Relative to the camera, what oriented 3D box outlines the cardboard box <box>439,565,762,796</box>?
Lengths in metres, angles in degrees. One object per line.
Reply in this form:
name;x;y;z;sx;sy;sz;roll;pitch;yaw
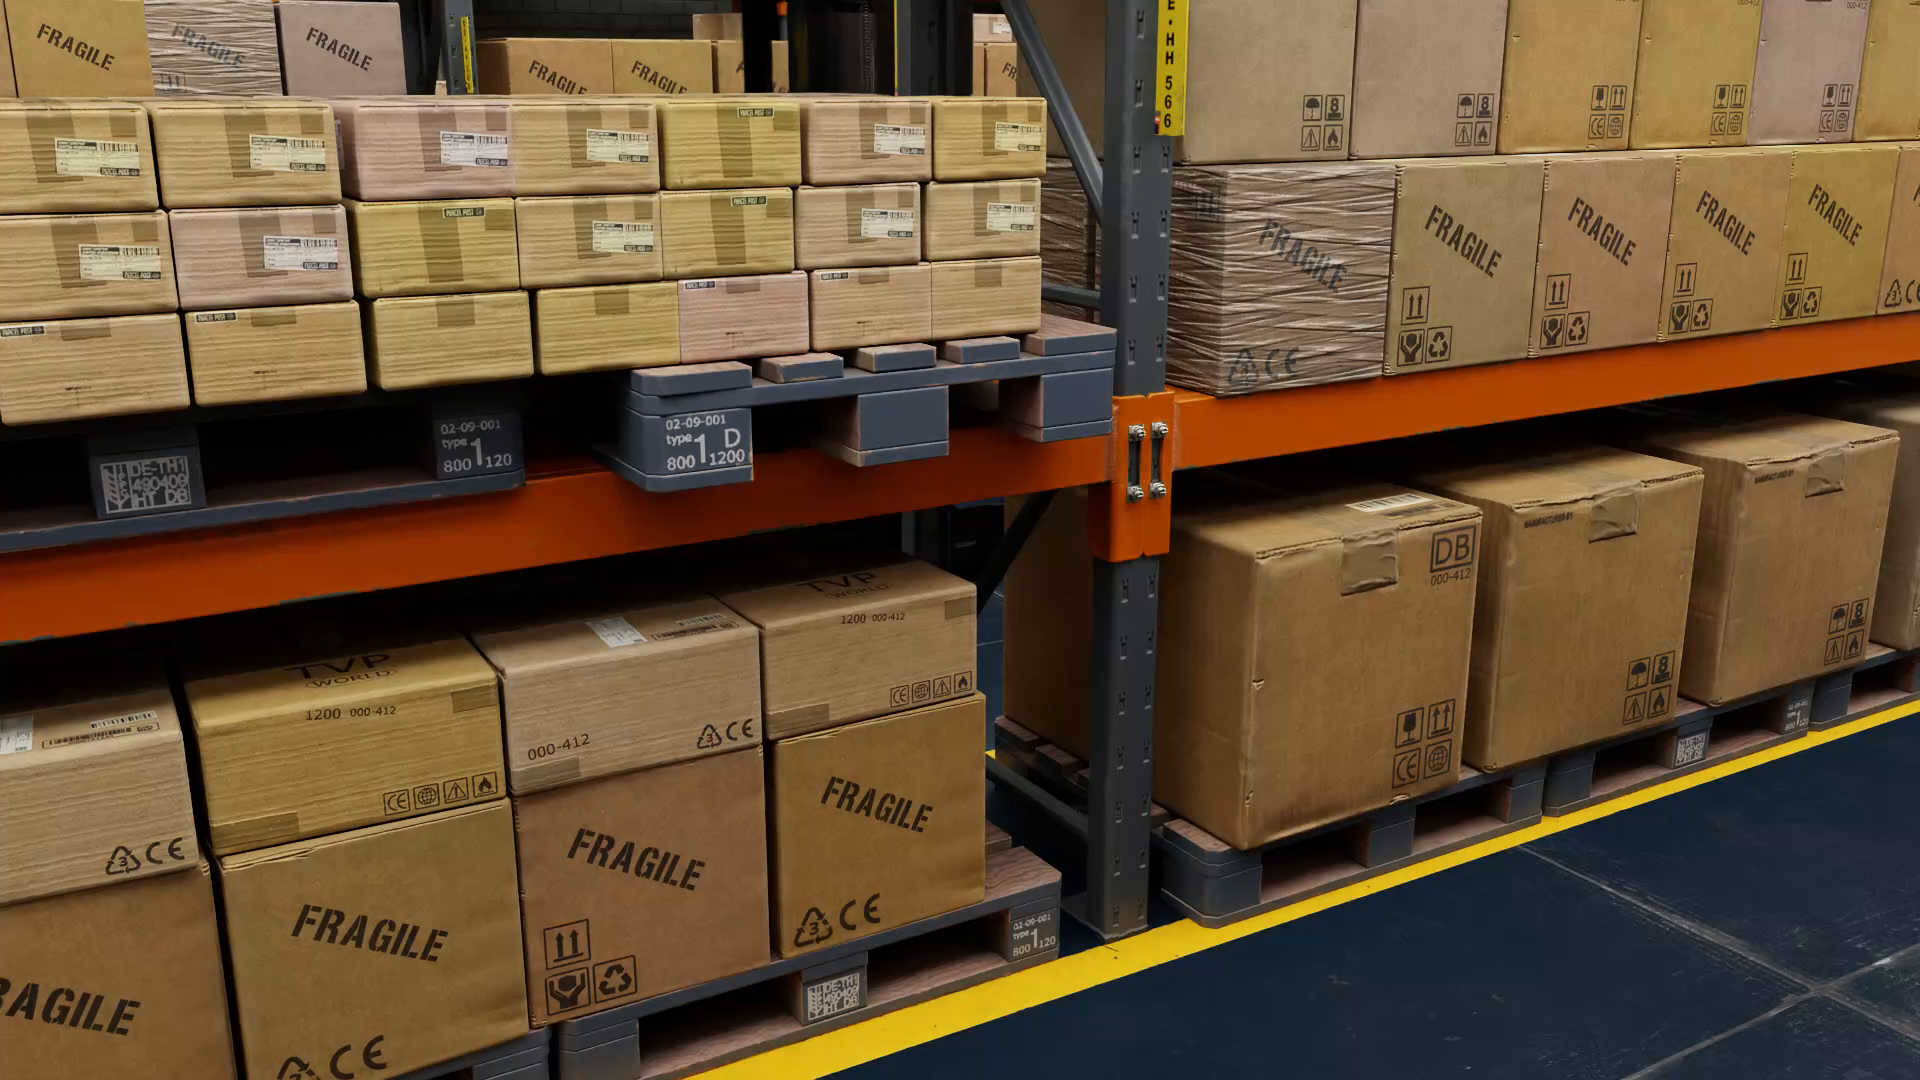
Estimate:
cardboard box;-0.733;0.266;3.369;0.500;0.250;0.500;-9;18;-29

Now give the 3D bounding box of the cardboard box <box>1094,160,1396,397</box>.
cardboard box;0.669;-0.651;3.990;0.500;0.500;0.500;-9;18;-29

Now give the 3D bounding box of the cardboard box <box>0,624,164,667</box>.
cardboard box;-1.882;0.286;3.296;0.500;0.250;0.500;-10;19;-32

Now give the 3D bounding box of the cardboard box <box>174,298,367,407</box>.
cardboard box;-1.143;-0.332;2.726;0.250;0.149;0.380;-9;18;-28

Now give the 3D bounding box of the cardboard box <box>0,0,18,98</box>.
cardboard box;-4.101;-1.922;6.672;0.500;0.500;0.500;-10;18;-31

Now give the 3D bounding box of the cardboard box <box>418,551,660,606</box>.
cardboard box;-1.005;0.148;3.790;0.500;0.250;0.500;-9;18;-30

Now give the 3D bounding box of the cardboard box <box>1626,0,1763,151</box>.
cardboard box;1.845;-1.406;4.832;0.500;0.500;0.700;-9;18;-30

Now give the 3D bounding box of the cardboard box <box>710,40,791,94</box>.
cardboard box;-1.091;-2.286;8.495;0.500;0.500;0.500;-9;18;-29

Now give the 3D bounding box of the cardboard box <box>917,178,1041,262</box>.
cardboard box;-0.044;-0.654;3.320;0.250;0.149;0.380;-9;18;-29

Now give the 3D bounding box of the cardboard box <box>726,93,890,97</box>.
cardboard box;-0.354;-0.951;3.830;0.250;0.149;0.380;-9;18;-30

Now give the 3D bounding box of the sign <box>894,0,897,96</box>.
sign;-0.143;-1.289;4.304;0.005;0.325;0.100;-9;18;-30

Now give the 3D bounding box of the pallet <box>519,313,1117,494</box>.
pallet;-0.411;-0.387;3.589;1.003;0.211;1.213;-9;18;-30

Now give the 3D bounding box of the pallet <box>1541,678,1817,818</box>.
pallet;1.905;0.479;5.310;1.213;0.211;1.003;-9;18;-30

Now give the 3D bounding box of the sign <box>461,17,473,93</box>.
sign;-2.202;-2.164;7.427;0.005;0.325;0.100;-9;18;-30

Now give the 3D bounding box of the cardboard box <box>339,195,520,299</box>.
cardboard box;-0.925;-0.510;2.809;0.250;0.149;0.380;-9;18;-30

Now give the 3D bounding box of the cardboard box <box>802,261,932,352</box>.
cardboard box;-0.254;-0.475;3.236;0.250;0.149;0.380;-9;18;-30

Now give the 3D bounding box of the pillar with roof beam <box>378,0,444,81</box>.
pillar with roof beam;-2.180;-5.165;9.162;0.400;9.000;9.100;-9;18;-30

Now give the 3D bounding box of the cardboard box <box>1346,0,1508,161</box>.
cardboard box;0.968;-1.263;4.322;0.500;0.500;0.700;-10;18;-31

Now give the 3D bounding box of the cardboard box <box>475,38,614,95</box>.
cardboard box;-1.986;-2.137;7.961;0.500;0.500;0.500;-10;18;-31

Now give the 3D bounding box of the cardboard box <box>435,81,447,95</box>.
cardboard box;-3.972;-3.337;12.371;0.250;0.149;0.380;-9;18;-29

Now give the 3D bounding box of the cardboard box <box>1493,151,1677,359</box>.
cardboard box;1.536;-0.793;4.495;0.500;0.500;0.500;-9;18;-30

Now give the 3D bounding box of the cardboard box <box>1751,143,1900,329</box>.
cardboard box;2.398;-0.932;4.994;0.500;0.500;0.500;-9;18;-29

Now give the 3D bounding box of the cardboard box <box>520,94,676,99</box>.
cardboard box;-0.792;-0.880;3.578;0.250;0.149;0.380;-9;18;-30

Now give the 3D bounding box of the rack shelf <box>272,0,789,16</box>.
rack shelf;-3.336;-4.258;12.819;4.000;0.370;1.077;-9;18;-30

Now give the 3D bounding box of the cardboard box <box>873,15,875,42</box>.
cardboard box;-0.525;-2.838;9.260;0.250;0.149;0.380;-8;18;-27

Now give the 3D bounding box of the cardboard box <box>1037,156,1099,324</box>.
cardboard box;0.393;-0.776;4.436;0.500;0.500;0.500;-9;18;-30

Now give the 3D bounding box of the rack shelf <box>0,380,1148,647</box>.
rack shelf;-1.569;0.021;3.109;4.000;0.370;1.077;-9;18;-30

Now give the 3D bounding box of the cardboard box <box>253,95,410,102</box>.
cardboard box;-1.250;-0.806;3.312;0.250;0.149;0.380;-8;18;-27

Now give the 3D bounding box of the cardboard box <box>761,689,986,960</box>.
cardboard box;-0.284;0.550;3.743;0.500;0.500;0.500;-9;18;-30

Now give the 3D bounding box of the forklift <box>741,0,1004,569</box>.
forklift;-0.761;-1.272;6.516;3.031;2.935;1.130;-10;19;-33

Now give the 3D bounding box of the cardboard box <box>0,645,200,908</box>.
cardboard box;-1.619;0.407;2.864;0.500;0.250;0.500;-8;18;-28

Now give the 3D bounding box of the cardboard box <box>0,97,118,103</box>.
cardboard box;-1.692;-0.735;3.058;0.250;0.149;0.380;-10;18;-30

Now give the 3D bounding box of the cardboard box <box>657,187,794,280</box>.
cardboard box;-0.496;-0.579;3.054;0.250;0.149;0.380;-9;18;-28

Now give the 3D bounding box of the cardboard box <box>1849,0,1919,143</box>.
cardboard box;2.712;-1.546;5.331;0.500;0.500;0.700;-10;18;-31

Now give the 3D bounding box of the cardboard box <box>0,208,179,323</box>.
cardboard box;-1.369;-0.438;2.551;0.250;0.149;0.380;-10;18;-31

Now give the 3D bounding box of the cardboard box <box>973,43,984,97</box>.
cardboard box;-0.209;-2.427;8.997;0.500;0.500;0.500;-9;18;-28

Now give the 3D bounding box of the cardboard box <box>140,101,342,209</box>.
cardboard box;-1.148;-0.617;2.640;0.250;0.149;0.380;-8;18;-27

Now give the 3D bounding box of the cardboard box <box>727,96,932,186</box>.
cardboard box;-0.255;-0.762;3.157;0.250;0.149;0.380;-9;18;-30

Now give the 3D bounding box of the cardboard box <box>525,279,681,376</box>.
cardboard box;-0.690;-0.406;2.987;0.250;0.149;0.380;-9;18;-30

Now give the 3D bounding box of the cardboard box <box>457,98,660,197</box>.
cardboard box;-0.707;-0.688;2.892;0.250;0.149;0.380;-9;18;-28

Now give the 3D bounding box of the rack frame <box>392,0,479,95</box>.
rack frame;-2.490;-1.734;8.040;0.127;3.000;1.000;-9;18;-30

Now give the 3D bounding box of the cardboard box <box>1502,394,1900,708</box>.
cardboard box;2.260;-0.038;5.377;0.750;0.750;1.050;-9;18;-30

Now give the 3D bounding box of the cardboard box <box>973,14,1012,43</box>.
cardboard box;0.075;-2.781;9.057;0.250;0.149;0.380;-10;18;-31

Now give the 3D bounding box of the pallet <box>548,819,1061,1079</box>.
pallet;-0.525;0.848;3.994;1.213;0.211;1.003;-9;18;-30

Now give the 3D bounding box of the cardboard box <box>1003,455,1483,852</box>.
cardboard box;0.714;0.214;4.479;0.750;0.750;1.050;-9;18;-30

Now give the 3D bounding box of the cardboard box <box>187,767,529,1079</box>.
cardboard box;-1.176;0.699;3.213;0.500;0.500;0.500;-10;19;-32

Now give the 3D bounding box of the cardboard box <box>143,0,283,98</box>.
cardboard box;-3.235;-2.058;7.158;0.500;0.500;0.500;-9;18;-29
